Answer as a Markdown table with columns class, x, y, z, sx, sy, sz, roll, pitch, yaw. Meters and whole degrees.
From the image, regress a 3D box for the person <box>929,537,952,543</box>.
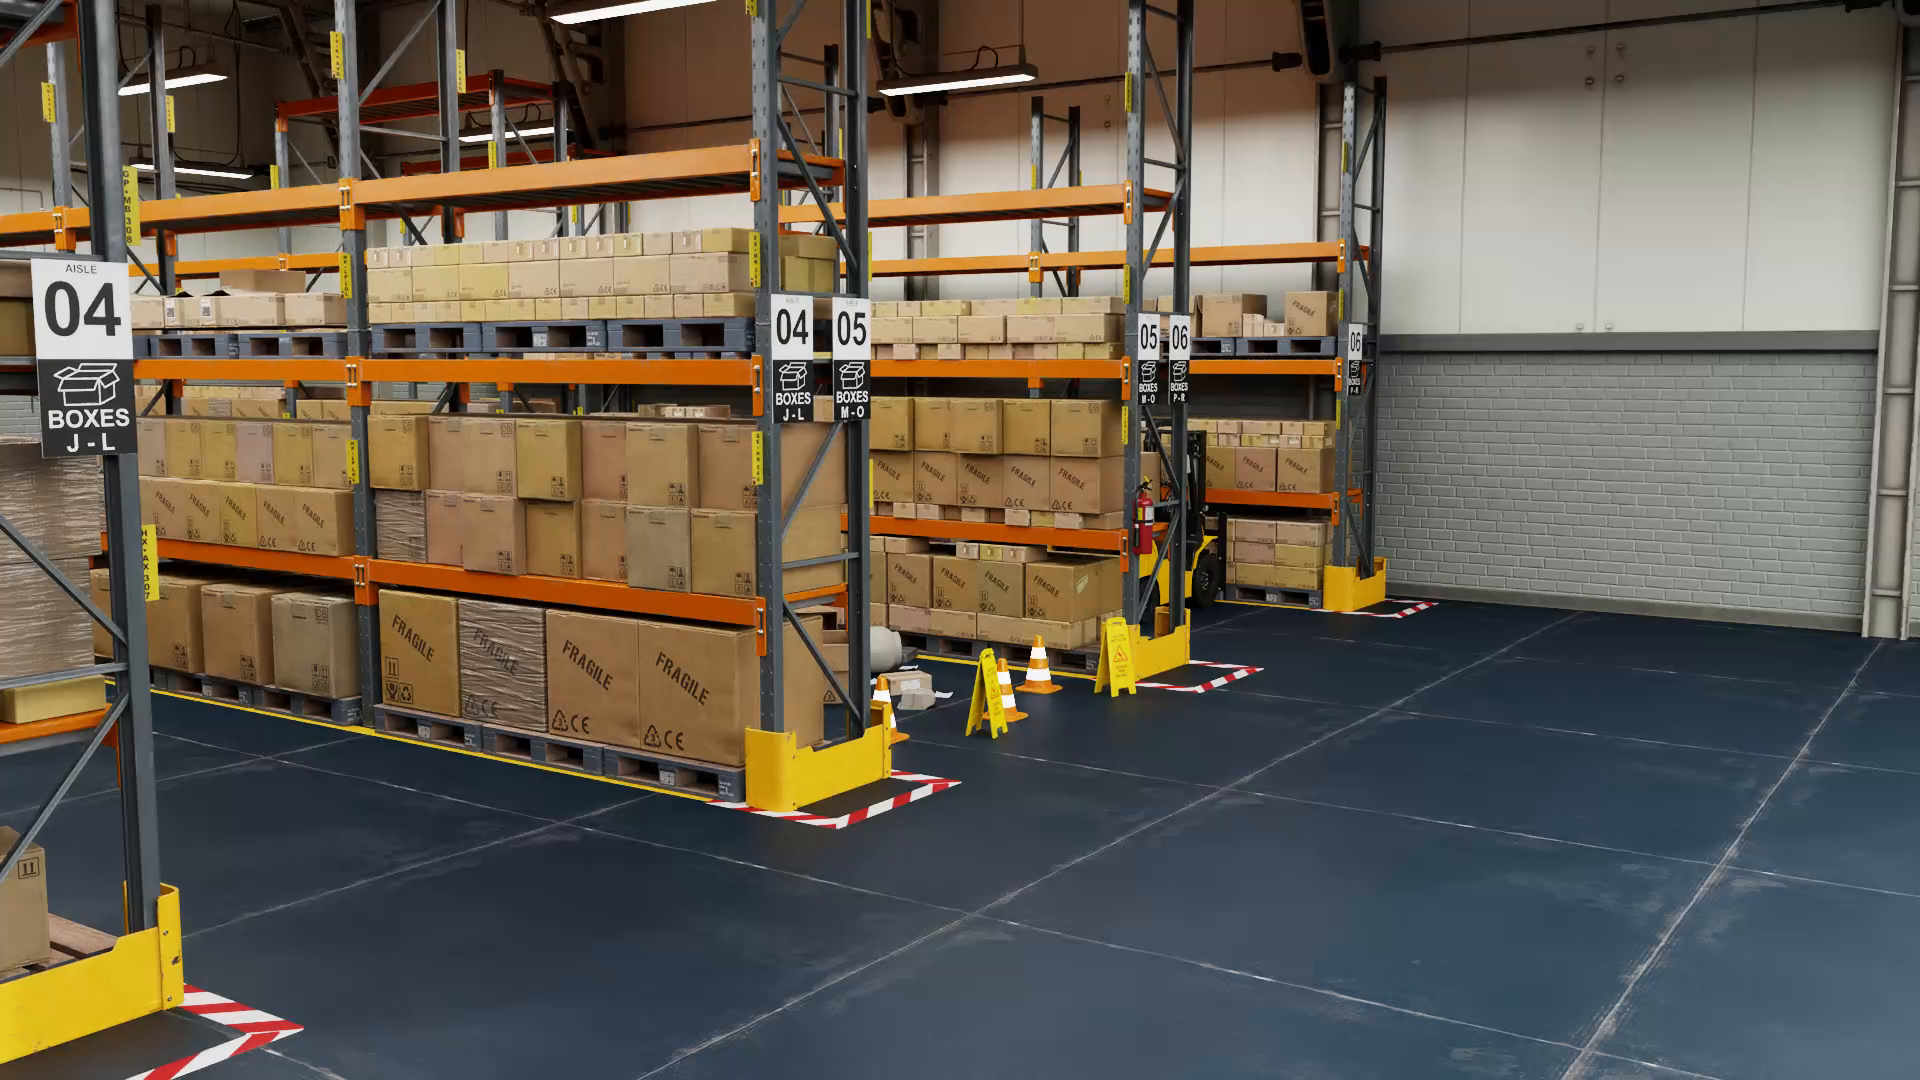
| class | x | y | z | sx | sy | sz | roll | pitch | yaw |
| --- | --- | --- | --- | --- | --- | --- | --- | --- | --- |
| person | -0.352 | -0.117 | 18.850 | 0.643 | 1.772 | 0.429 | 4 | 7 | 31 |
